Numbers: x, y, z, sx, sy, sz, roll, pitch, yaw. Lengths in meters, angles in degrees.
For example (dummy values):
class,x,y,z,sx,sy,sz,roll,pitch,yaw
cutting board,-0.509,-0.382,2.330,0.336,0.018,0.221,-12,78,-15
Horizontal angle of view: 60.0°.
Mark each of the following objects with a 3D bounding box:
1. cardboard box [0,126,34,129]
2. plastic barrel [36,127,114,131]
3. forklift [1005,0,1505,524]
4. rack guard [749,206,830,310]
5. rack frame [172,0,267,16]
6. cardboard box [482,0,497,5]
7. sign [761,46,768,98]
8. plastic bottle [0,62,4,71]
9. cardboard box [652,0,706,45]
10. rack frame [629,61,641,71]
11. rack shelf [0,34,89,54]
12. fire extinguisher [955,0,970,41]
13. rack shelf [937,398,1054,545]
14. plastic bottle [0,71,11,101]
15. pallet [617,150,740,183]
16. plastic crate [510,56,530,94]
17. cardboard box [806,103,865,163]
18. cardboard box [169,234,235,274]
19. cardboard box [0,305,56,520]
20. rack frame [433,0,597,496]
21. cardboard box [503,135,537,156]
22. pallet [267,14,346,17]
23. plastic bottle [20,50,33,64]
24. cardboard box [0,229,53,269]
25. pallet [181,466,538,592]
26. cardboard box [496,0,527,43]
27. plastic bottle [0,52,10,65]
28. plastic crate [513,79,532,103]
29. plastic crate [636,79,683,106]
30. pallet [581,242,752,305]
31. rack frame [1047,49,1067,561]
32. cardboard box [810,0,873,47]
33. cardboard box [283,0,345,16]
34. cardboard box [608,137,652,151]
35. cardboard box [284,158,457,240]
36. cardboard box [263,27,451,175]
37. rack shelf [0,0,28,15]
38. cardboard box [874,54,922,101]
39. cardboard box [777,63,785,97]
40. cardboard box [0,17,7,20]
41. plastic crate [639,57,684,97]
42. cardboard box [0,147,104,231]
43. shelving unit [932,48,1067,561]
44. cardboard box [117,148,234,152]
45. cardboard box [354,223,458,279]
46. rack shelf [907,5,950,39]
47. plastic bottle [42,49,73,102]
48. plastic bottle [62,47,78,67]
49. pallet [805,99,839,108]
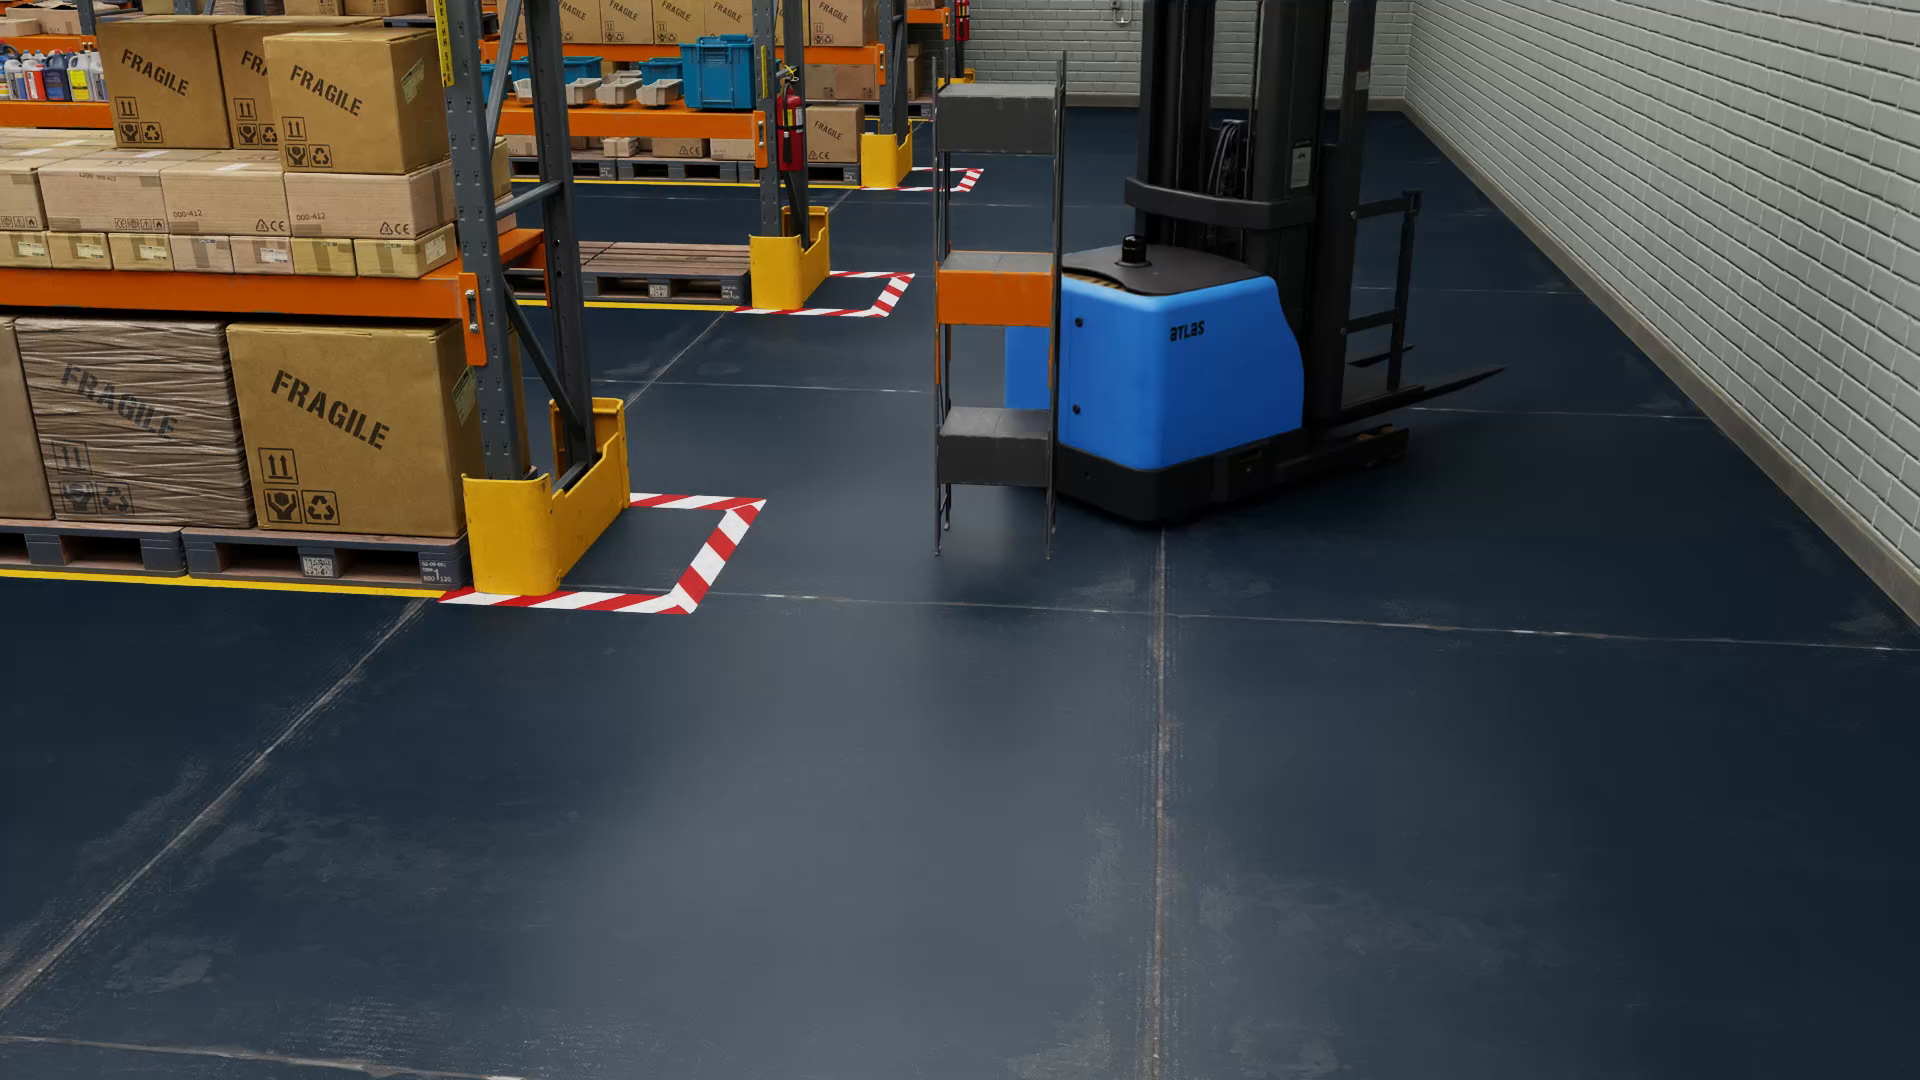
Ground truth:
class,x,y,z,sx,sy,sz,roll,pitch,yaw
cardboard box,-9.653,-4.216,17.193,0.500,0.250,0.500,2,22,6
plastic barrel,-6.445,-2.643,12.328,0.708,0.901,0.600,2,22,6
forklift,1.660,-1.864,8.167,3.031,2.935,1.130,-17,27,-36
rack guard,-1.206,-2.031,11.898,0.348,0.500,1.175,2,22,6
rack frame,-5.204,-3.363,11.867,0.127,3.000,1.000,2,22,6
cardboard box,-5.926,-6.871,21.054,0.250,0.149,0.380,3,22,8
sign,-1.280,-3.065,10.890,0.005,0.325,0.100,2,22,6
plastic bottle,-6.864,-3.302,11.888,0.097,0.271,0.097,0,22,0
cardboard box,-2.632,-5.032,15.951,0.500,0.500,0.500,2,22,6
rack frame,-4.038,-6.980,21.016,0.127,3.000,1.000,2,22,6
rack shelf,-10.575,-5.097,17.230,4.000,0.370,1.077,2,22,6
fire extinguisher,0.030,-6.423,20.219,0.183,0.674,0.296,2,22,6
rack shelf,0.164,-0.306,7.298,0.480,0.518,0.431,2,22,6
plastic bottle,-6.749,-3.208,11.746,0.097,0.201,0.097,0,22,0
pallet,-2.720,-3.793,16.747,1.213,0.211,1.003,2,22,6
plastic crate,-3.043,-3.341,11.957,0.300,0.233,0.416,2,22,6
cardboard box,-1.214,-3.974,16.214,0.500,0.500,0.500,2,22,6
cardboard box,-2.963,-1.193,6.720,0.250,0.149,0.380,3,22,7
cardboard box,-4.247,-0.665,7.362,0.875,0.875,0.875,2,22,6
rack frame,-1.814,-1.382,6.855,0.127,3.000,1.000,2,22,6
cardboard box,-4.226,-4.029,16.609,0.500,0.311,0.500,2,22,6
pallet,-6.657,-5.173,16.706,1.213,0.211,1.003,2,22,6
plastic bottle,-6.977,-3.532,12.469,0.097,0.271,0.097,0,22,0
cardboard box,-3.725,-1.226,6.804,0.250,0.149,0.380,3,22,7
pallet,-2.617,-0.091,7.383,1.213,0.211,1.003,2,22,6
cardboard box,-4.143,-5.097,16.115,0.500,0.500,0.500,3,22,8
plastic bottle,-7.090,-3.483,12.346,0.097,0.271,0.097,0,22,0
plastic crate,-2.924,-3.092,11.457,0.250,0.136,0.298,2,22,6
plastic crate,-2.062,-3.065,11.389,0.243,0.136,0.396,2,22,6
pallet,-2.046,-1.943,12.068,1.213,0.211,1.003,2,22,6
rack frame,0.407,-0.959,7.009,0.015,2.100,0.400,2,22,6
cardboard box,-1.122,-4.965,15.783,0.500,0.500,0.500,3,22,8
cardboard box,-6.379,-5.467,16.482,0.500,0.500,0.700,-3,22,-7
cardboard box,-3.273,-4.172,16.972,0.500,0.311,0.500,2,22,6
cardboard box,-2.327,-1.375,6.636,0.500,0.250,0.500,2,22,5
cardboard box,-2.329,-1.724,6.501,0.500,0.500,0.500,3,22,7
rack shelf,-13.968,-7.078,22.243,4.000,0.370,1.077,2,22,6
cardboard box,-0.772,-5.834,20.945,0.500,0.500,0.700,2,22,6
cardboard box,-2.299,-5.897,21.106,0.500,0.500,0.700,3,22,8
cardboard box,-9.862,-5.262,17.013,0.250,0.149,0.380,4,22,10
plastic crate,-2.092,-3.300,11.852,0.300,0.233,0.416,2,22,6
cardboard box,-3.854,-1.440,6.801,0.500,0.250,0.500,3,22,6
shelving unit,0.164,-0.969,7.036,0.503,2.100,0.431,2,22,6
cardboard box,-3.275,-1.613,7.239,0.500,0.250,0.500,2,22,4
cardboard box,-2.207,-1.160,6.636,0.250,0.149,0.380,3,22,7
rack shelf,-2.052,-6.559,20.930,4.000,0.370,1.077,2,22,6
plastic bottle,-6.338,-3.269,11.695,0.185,0.351,0.144,2,22,6
plastic bottle,-6.321,-3.321,11.828,0.185,0.351,0.144,2,22,6
pallet,-2.077,-5.570,21.242,1.213,0.211,1.003,2,22,6
